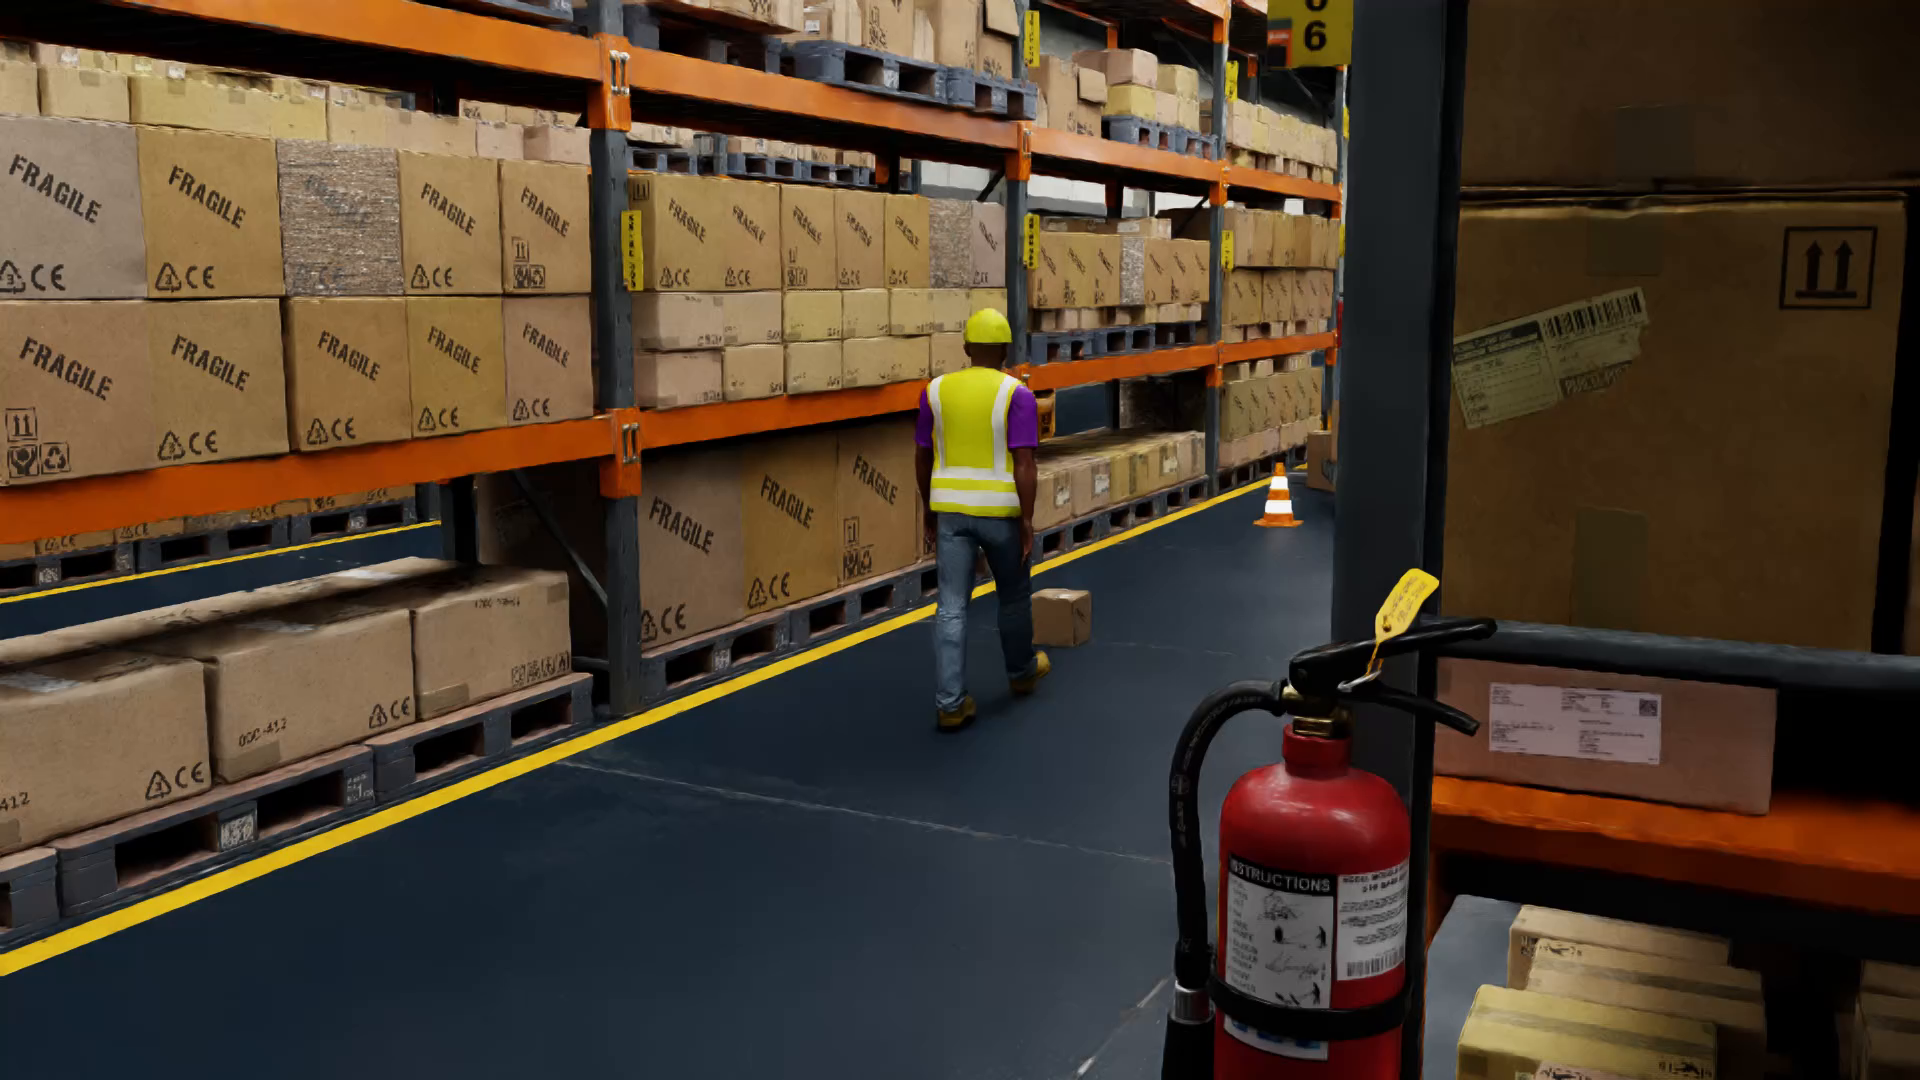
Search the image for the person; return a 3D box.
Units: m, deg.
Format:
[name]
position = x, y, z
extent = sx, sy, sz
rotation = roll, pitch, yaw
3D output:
[person]
position = 0.093, -0.138, 7.176
extent = 0.592, 1.711, 0.982
rotation = 3, 9, 17
